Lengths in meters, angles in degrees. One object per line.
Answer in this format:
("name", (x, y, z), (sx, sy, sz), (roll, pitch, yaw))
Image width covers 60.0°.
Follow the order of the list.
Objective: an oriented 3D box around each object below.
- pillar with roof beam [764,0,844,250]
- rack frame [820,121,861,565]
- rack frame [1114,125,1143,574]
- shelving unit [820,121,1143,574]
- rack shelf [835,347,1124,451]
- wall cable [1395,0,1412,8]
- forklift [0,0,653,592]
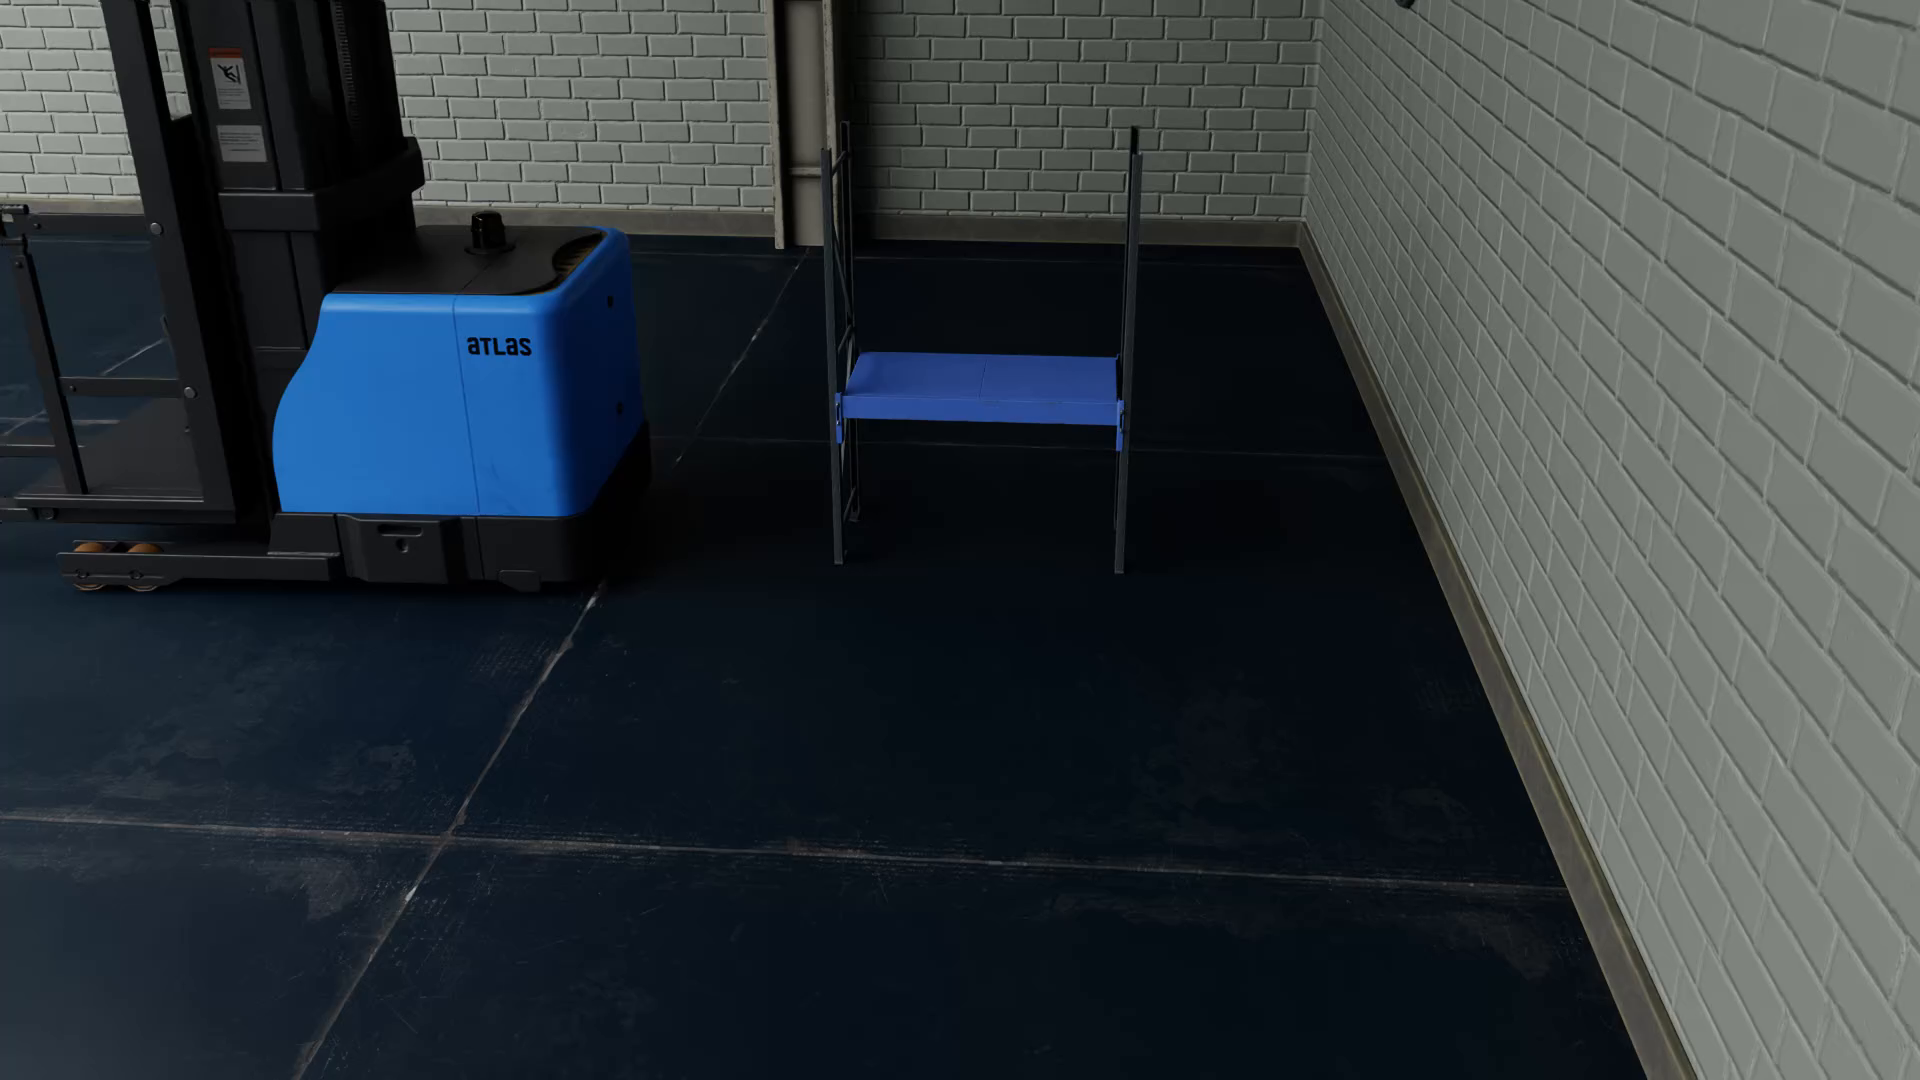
("pillar with roof beam", (-1.240, -4.120, 4.439), (0.400, 9.000, 9.100), (2, 25, 4))
("rack frame", (-0.422, -0.695, 5.966), (0.032, 1.500, 0.500), (2, 25, 4))
("rack frame", (0.592, -0.662, 5.895), (0.032, 1.500, 0.500), (2, 25, 4))
("shelving unit", (0.085, -0.679, 5.931), (1.048, 1.500, 0.538), (2, 25, 4))
("rack shelf", (0.085, -0.515, 6.006), (1.000, 0.185, 0.538), (2, 25, 4))
("wall cable", (1.926, -3.858, 7.584), (0.112, 2.526, 3.097), (2, 25, 4))
("forklift", (-2.758, -1.368, 5.717), (3.031, 2.935, 1.130), (1, 25, 3))
